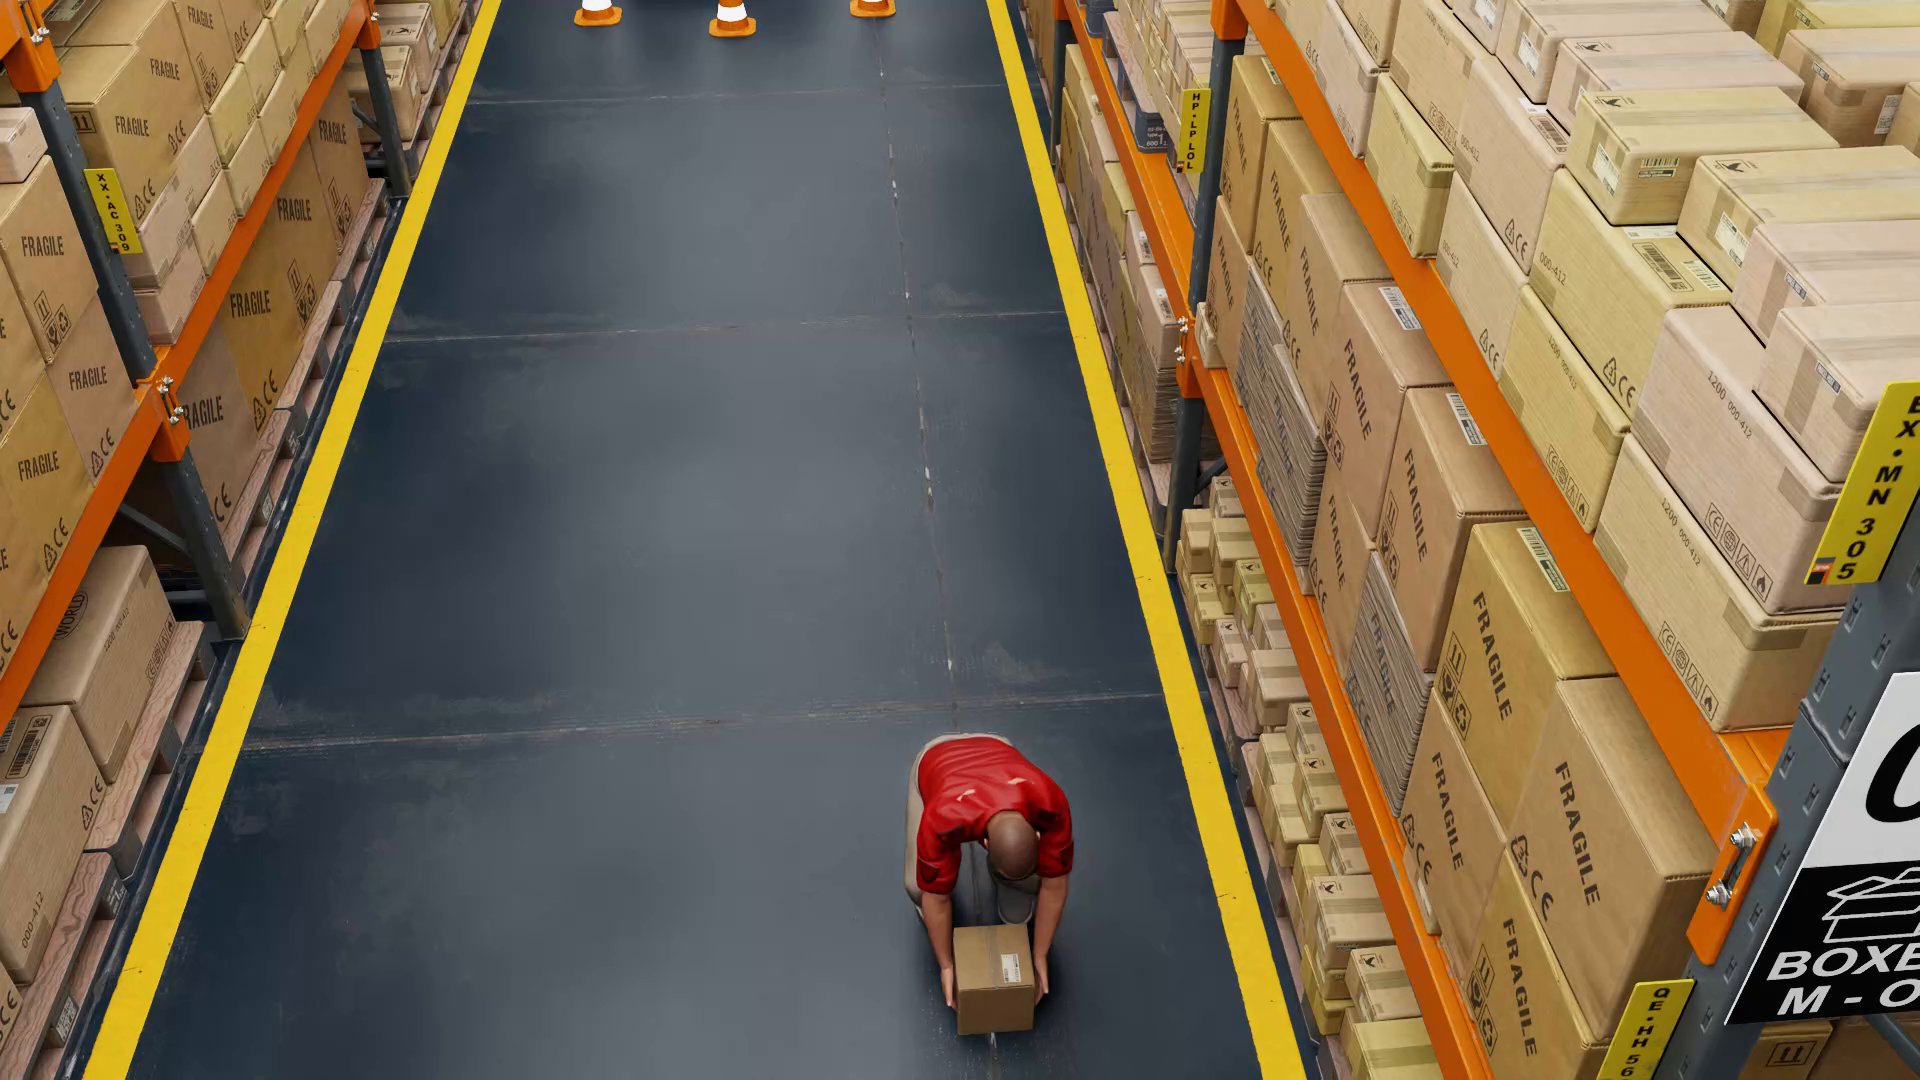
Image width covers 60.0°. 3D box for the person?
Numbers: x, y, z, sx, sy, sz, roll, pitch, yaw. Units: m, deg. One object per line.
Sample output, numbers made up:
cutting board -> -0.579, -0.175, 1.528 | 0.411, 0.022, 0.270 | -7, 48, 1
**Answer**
person -> 0.080, 1.009, 5.611 | 0.560, 0.867, 0.866 | -3, 39, -4
